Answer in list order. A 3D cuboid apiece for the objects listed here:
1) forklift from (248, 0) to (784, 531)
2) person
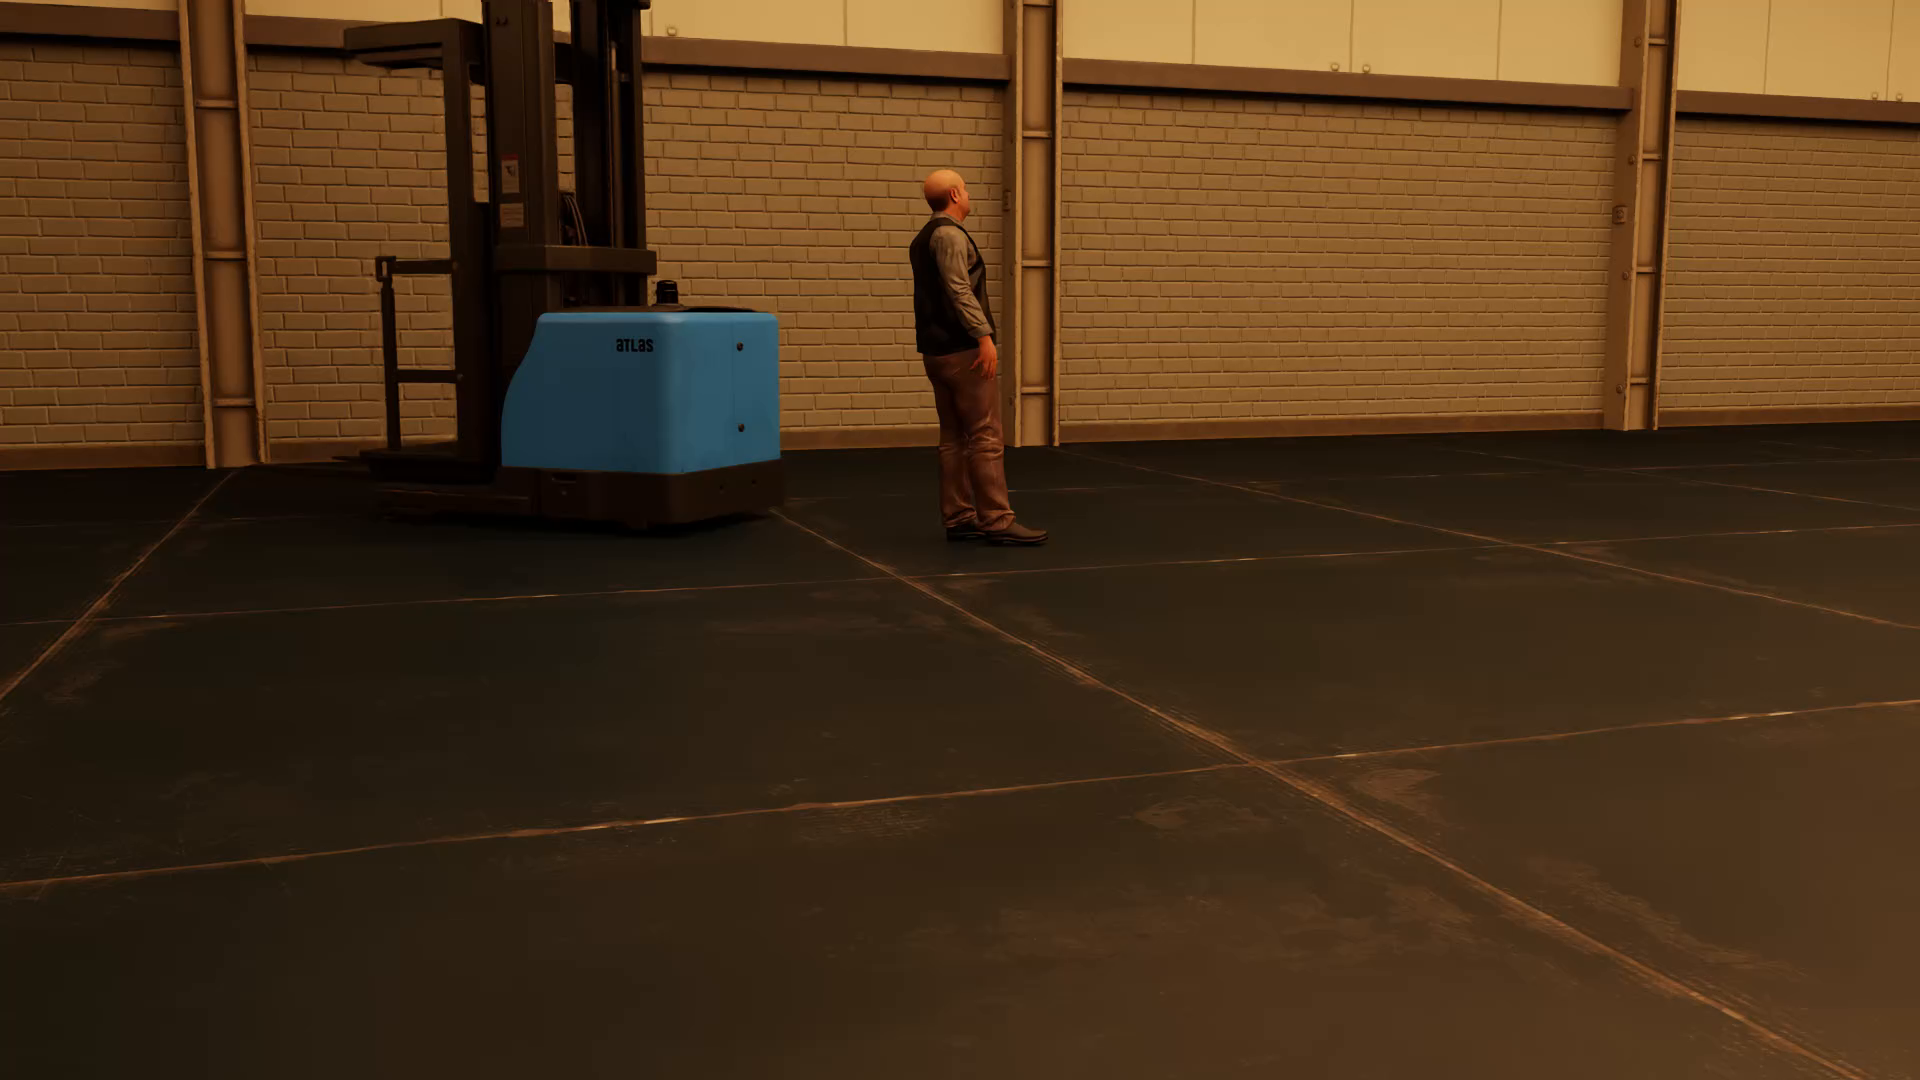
[{"bbox_3d":[-2.490,-1.603,8.832,3.031,2.935,1.130,4,9,25],"label":"forklift"},{"bbox_3d":[0.062,-0.862,7.820,0.566,1.722,0.633,-3,8,-18],"label":"person"}]
